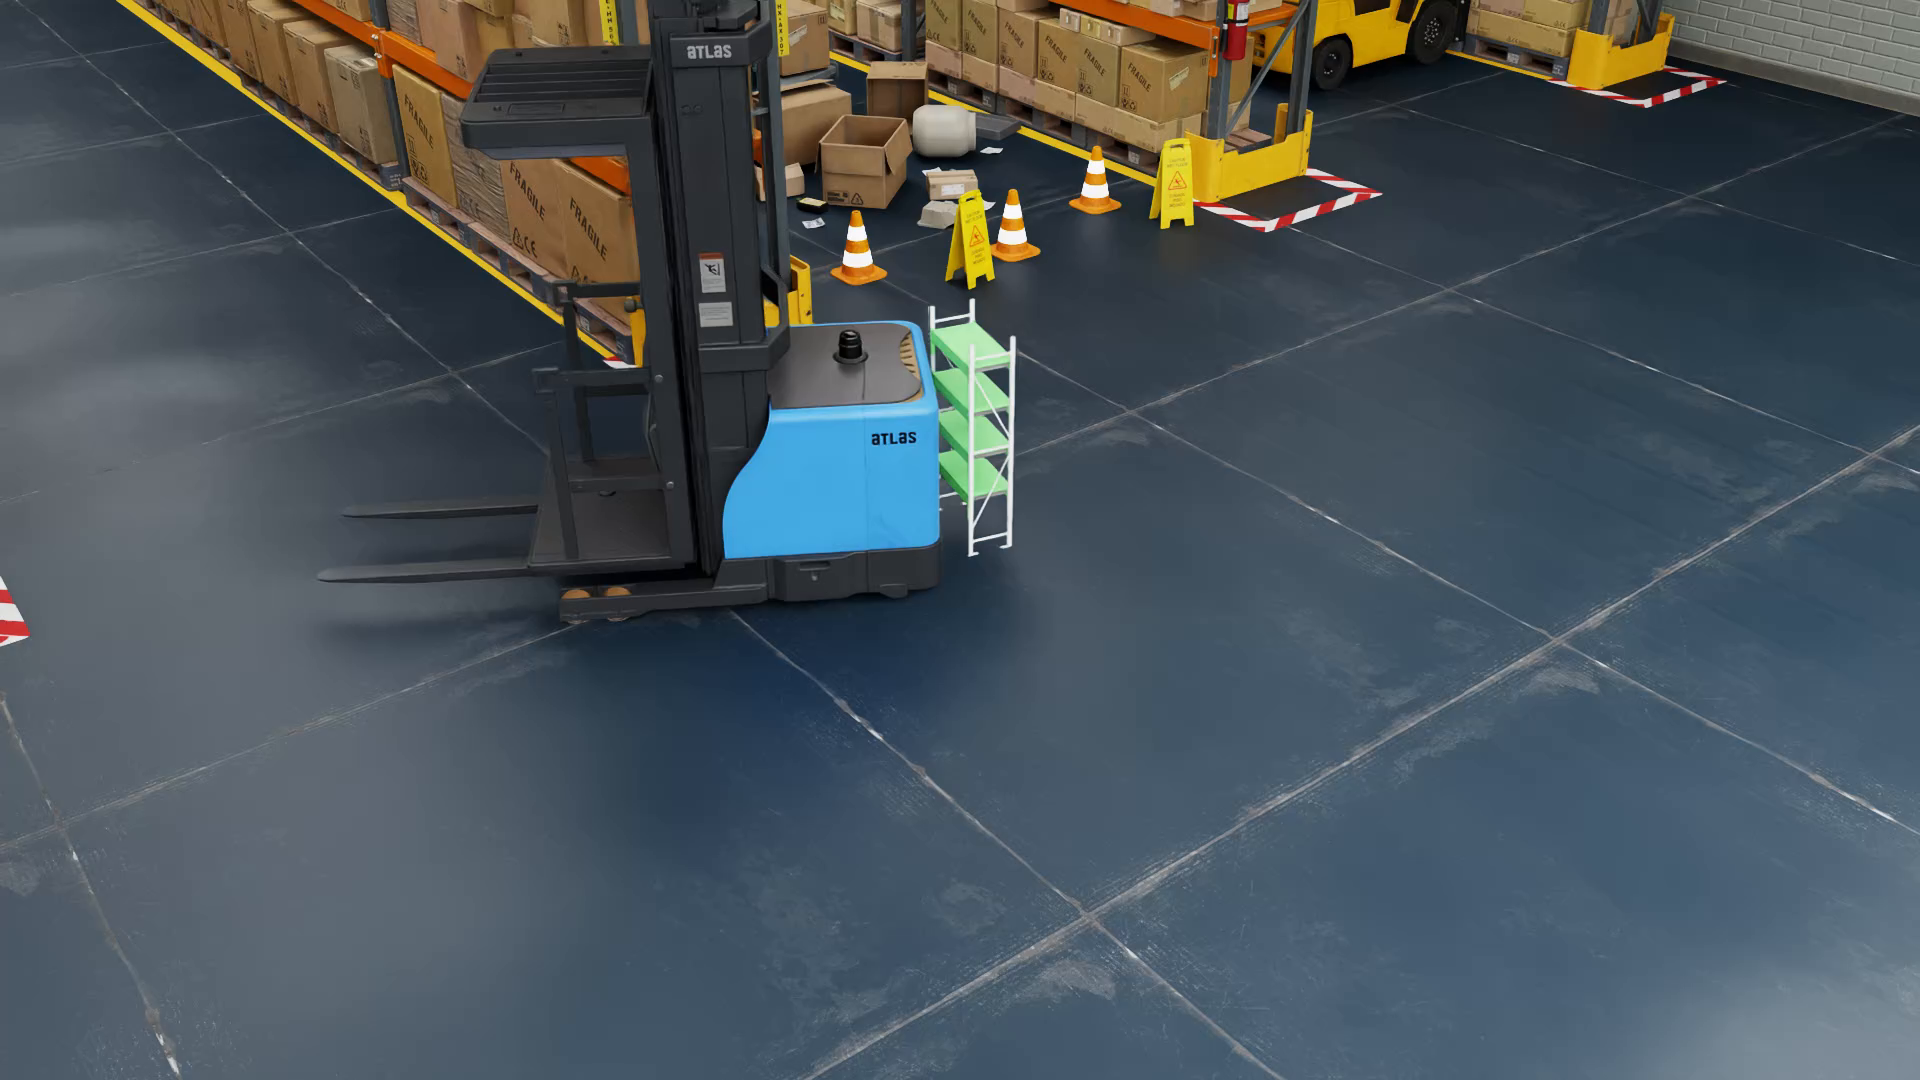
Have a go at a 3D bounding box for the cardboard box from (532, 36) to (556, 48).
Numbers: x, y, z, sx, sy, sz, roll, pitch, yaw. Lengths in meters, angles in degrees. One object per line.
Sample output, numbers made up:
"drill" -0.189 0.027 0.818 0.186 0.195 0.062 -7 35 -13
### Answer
"cardboard box" -2.131 -2.903 10.438 0.875 0.550 0.550 -22 38 -31

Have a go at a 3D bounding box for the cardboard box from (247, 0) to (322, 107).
"cardboard box" -5.578 -4.387 14.705 1.050 0.750 0.750 -22 38 -31

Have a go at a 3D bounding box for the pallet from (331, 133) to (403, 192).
"pallet" -4.499 -3.256 13.793 1.003 0.211 1.213 -22 38 -31

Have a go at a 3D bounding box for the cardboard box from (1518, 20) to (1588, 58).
"cardboard box" 5.716 -4.832 15.895 0.500 0.250 0.500 -22 38 -31

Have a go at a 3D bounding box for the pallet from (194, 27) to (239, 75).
"pallet" -6.897 -4.952 16.524 1.003 0.211 1.213 -22 38 -31

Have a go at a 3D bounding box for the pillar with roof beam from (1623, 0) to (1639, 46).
"pillar with roof beam" 3.138 -7.465 12.241 9.100 9.000 0.400 -22 38 -31

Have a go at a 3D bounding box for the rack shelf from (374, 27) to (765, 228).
"rack shelf" -2.740 -3.005 11.426 1.077 0.370 4.000 -22 38 -31

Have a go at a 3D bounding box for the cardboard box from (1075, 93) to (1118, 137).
"cardboard box" 1.315 -3.599 13.910 0.500 0.250 0.500 -22 38 -31

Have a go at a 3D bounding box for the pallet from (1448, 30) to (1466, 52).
"pallet" 5.008 -5.357 17.174 1.003 0.211 1.213 -22 38 -31

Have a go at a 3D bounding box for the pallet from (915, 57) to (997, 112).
"pallet" 0.322 -4.334 15.529 1.003 0.211 1.213 -22 38 -31

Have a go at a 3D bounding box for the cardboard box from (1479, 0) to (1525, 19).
"cardboard box" 5.409 -5.265 16.118 0.500 0.250 0.500 -23 38 -32

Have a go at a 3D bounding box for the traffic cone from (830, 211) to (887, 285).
"traffic cone" -0.717 -2.080 11.660 0.336 0.463 0.334 -22 38 -31

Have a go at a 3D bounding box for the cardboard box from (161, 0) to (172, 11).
"cardboard box" -7.971 -5.767 17.163 0.500 0.500 0.500 -22 38 -31

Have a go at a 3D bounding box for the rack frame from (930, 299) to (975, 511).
"rack frame" -0.039 -0.688 8.721 0.240 1.200 0.015 -13 34 -20

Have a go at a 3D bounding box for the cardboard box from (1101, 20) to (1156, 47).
"cardboard box" 1.360 -4.106 13.400 0.380 0.149 0.250 -21 38 -30

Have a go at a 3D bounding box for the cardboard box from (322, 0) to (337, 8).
"cardboard box" -4.807 -4.528 13.102 0.500 0.500 0.500 -23 38 -32

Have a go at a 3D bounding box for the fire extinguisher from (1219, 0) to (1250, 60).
"fire extinguisher" 2.041 -3.891 12.245 0.296 0.674 0.183 -22 38 -31

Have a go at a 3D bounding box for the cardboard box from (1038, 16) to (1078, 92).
"cardboard box" 1.011 -4.128 14.050 0.500 0.500 0.500 -23 39 -32

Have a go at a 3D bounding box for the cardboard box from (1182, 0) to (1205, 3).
"cardboard box" 1.784 -4.426 12.657 0.500 0.500 0.500 -23 39 -32

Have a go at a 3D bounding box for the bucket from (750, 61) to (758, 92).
"bucket" -2.061 -4.088 14.151 0.726 0.611 0.620 -10 23 -15

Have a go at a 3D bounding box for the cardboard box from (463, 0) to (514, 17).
"cardboard box" -2.784 -3.822 10.895 0.875 0.550 0.500 -22 38 -31

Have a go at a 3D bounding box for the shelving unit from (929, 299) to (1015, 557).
"shelving unit" 0.058 -0.570 8.531 0.258 1.200 0.503 -13 34 -20

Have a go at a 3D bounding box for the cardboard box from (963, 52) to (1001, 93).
"cardboard box" 0.367 -4.246 14.951 0.500 0.250 0.500 -20 37 -29

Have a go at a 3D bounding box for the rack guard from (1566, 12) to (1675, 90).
"rack guard" 6.268 -4.656 15.773 1.175 0.500 0.348 -22 38 -31

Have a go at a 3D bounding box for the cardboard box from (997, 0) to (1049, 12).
"cardboard box" 0.544 -4.662 14.296 0.380 0.149 0.250 -20 37 -29

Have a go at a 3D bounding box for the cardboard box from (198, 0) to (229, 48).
"cardboard box" -7.029 -5.117 16.117 0.500 0.500 0.500 -22 38 -32

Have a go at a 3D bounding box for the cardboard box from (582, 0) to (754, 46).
"cardboard box" -1.710 -3.166 9.839 0.875 0.550 0.550 -22 38 -31

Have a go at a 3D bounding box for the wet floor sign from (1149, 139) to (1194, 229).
"wet floor sign" 1.606 -2.695 12.477 0.267 0.644 0.232 -10 33 -15

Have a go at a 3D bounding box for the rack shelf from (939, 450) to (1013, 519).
"rack shelf" 0.058 -0.312 8.691 0.258 0.148 0.480 -13 34 -20

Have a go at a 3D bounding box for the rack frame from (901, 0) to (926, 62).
"rack frame" -0.118 -5.787 15.225 1.000 3.000 0.127 -22 38 -31

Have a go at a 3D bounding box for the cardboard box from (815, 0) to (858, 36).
"cardboard box" -0.885 -5.366 16.639 0.950 0.372 0.625 -20 37 -29

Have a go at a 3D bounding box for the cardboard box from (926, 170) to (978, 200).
"cardboard box" -0.064 -2.802 13.120 0.380 0.149 0.250 -4 32 -7

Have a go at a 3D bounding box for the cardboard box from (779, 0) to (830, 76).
"cardboard box" -1.506 -4.459 14.737 0.500 0.500 0.500 -22 38 -31

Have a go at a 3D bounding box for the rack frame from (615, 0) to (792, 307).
"rack frame" -1.513 -2.477 9.895 1.000 3.000 0.127 -22 38 -31

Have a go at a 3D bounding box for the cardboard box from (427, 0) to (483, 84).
"cardboard box" -3.137 -3.572 11.517 0.875 0.550 0.550 -22 38 -31

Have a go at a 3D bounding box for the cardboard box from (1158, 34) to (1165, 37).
"cardboard box" 1.720 -4.101 14.007 0.500 0.500 0.500 -24 39 -33

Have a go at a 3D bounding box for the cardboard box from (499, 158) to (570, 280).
"cardboard box" -2.522 -2.380 11.354 0.875 0.875 0.875 -23 39 -32

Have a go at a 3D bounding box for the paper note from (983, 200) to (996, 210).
"paper note" 0.183 -2.609 12.922 0.142 0.019 0.148 18 36 27

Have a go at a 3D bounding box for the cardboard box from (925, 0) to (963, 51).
"cardboard box" 0.031 -4.783 15.105 0.500 0.500 0.500 -20 37 -29

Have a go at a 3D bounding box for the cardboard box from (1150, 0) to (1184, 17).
"cardboard box" 1.694 -4.170 12.859 0.380 0.149 0.250 -23 38 -32

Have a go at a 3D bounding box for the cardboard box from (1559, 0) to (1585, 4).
"cardboard box" 5.725 -5.254 15.627 0.500 0.250 0.500 -21 37 -30

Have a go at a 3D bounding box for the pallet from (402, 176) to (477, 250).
"pallet" -3.562 -2.617 12.763 1.003 0.211 1.213 -22 38 -31

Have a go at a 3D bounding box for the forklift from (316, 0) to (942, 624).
"forklift" -1.641 -1.131 7.793 3.031 2.935 1.130 -3 32 -6
